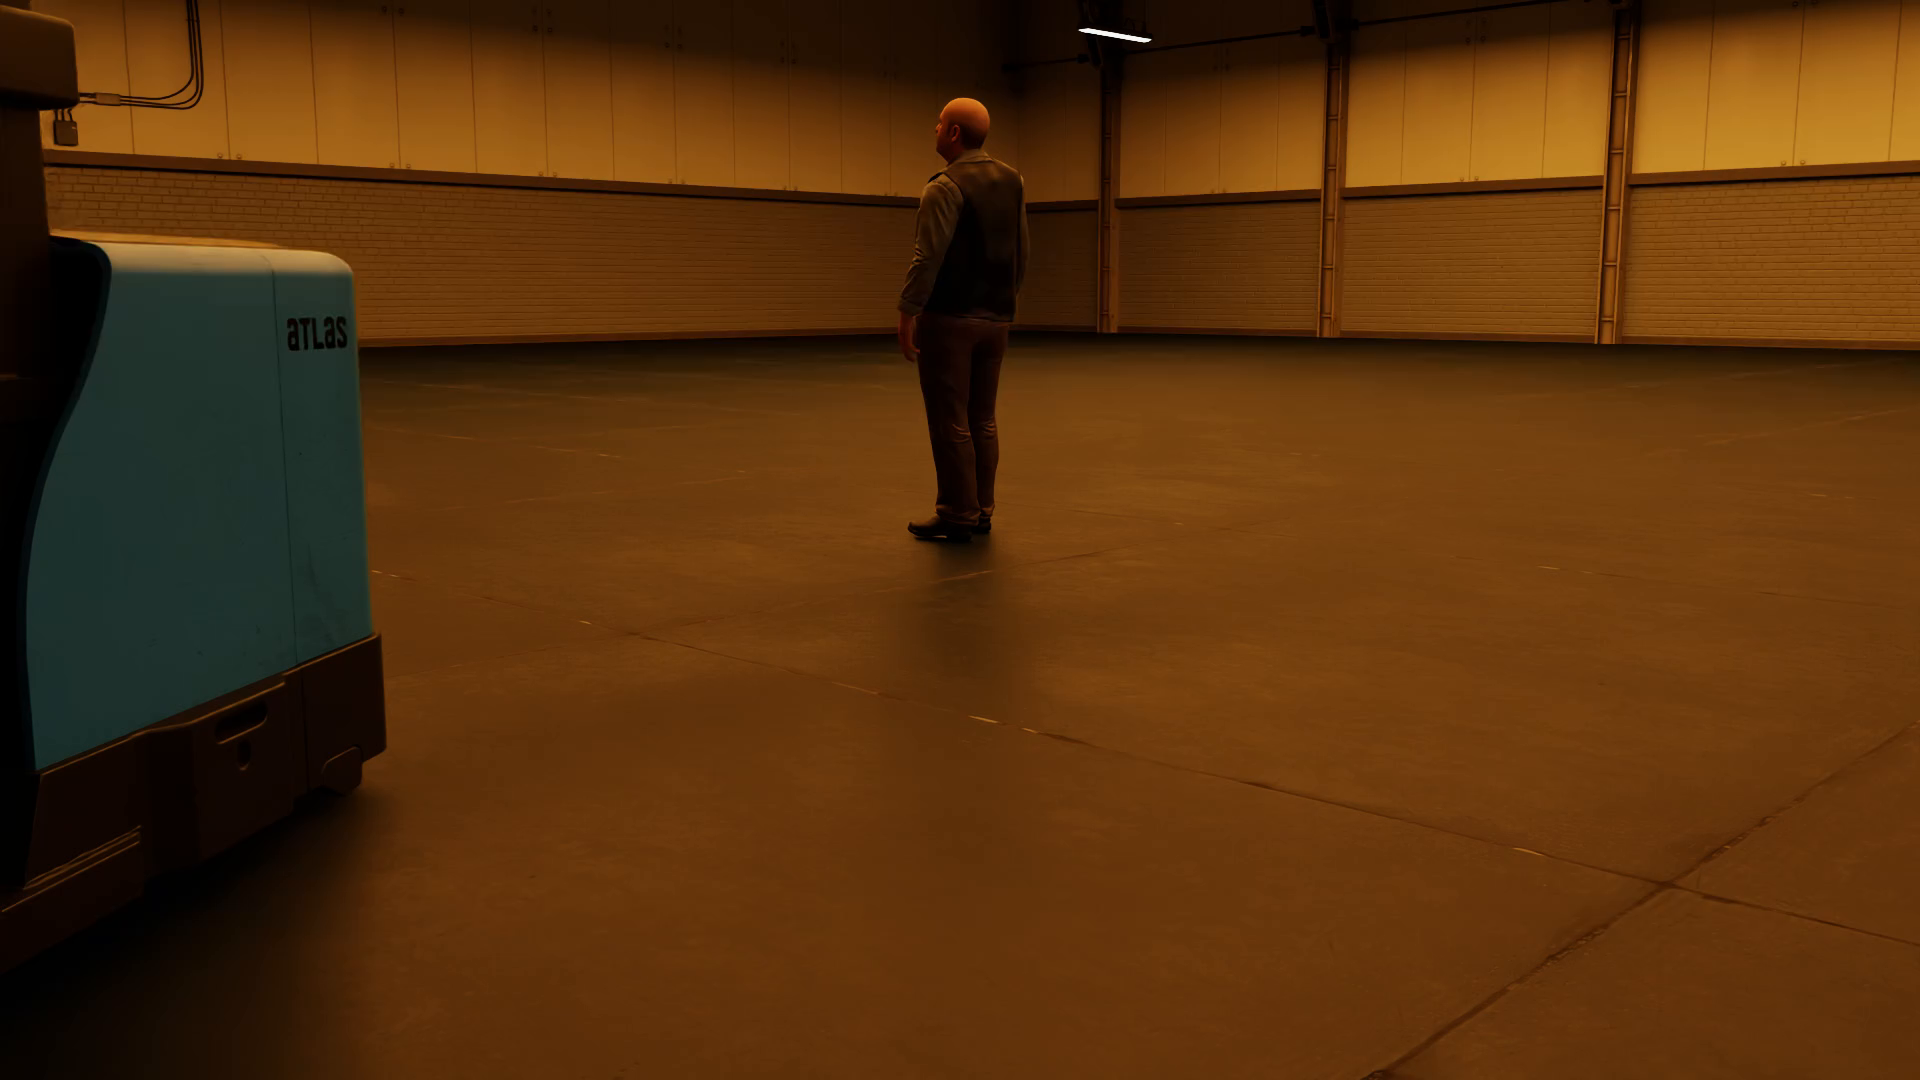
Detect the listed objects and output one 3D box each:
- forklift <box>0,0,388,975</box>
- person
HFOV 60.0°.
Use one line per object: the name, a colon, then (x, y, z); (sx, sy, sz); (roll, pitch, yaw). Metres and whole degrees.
forklift: (-1.910, -0.752, 1.865); (1.130, 2.935, 3.031); (1, 9, 9)
person: (-0.039, -0.866, 6.636); (0.568, 1.720, 0.632); (8, 12, 43)
